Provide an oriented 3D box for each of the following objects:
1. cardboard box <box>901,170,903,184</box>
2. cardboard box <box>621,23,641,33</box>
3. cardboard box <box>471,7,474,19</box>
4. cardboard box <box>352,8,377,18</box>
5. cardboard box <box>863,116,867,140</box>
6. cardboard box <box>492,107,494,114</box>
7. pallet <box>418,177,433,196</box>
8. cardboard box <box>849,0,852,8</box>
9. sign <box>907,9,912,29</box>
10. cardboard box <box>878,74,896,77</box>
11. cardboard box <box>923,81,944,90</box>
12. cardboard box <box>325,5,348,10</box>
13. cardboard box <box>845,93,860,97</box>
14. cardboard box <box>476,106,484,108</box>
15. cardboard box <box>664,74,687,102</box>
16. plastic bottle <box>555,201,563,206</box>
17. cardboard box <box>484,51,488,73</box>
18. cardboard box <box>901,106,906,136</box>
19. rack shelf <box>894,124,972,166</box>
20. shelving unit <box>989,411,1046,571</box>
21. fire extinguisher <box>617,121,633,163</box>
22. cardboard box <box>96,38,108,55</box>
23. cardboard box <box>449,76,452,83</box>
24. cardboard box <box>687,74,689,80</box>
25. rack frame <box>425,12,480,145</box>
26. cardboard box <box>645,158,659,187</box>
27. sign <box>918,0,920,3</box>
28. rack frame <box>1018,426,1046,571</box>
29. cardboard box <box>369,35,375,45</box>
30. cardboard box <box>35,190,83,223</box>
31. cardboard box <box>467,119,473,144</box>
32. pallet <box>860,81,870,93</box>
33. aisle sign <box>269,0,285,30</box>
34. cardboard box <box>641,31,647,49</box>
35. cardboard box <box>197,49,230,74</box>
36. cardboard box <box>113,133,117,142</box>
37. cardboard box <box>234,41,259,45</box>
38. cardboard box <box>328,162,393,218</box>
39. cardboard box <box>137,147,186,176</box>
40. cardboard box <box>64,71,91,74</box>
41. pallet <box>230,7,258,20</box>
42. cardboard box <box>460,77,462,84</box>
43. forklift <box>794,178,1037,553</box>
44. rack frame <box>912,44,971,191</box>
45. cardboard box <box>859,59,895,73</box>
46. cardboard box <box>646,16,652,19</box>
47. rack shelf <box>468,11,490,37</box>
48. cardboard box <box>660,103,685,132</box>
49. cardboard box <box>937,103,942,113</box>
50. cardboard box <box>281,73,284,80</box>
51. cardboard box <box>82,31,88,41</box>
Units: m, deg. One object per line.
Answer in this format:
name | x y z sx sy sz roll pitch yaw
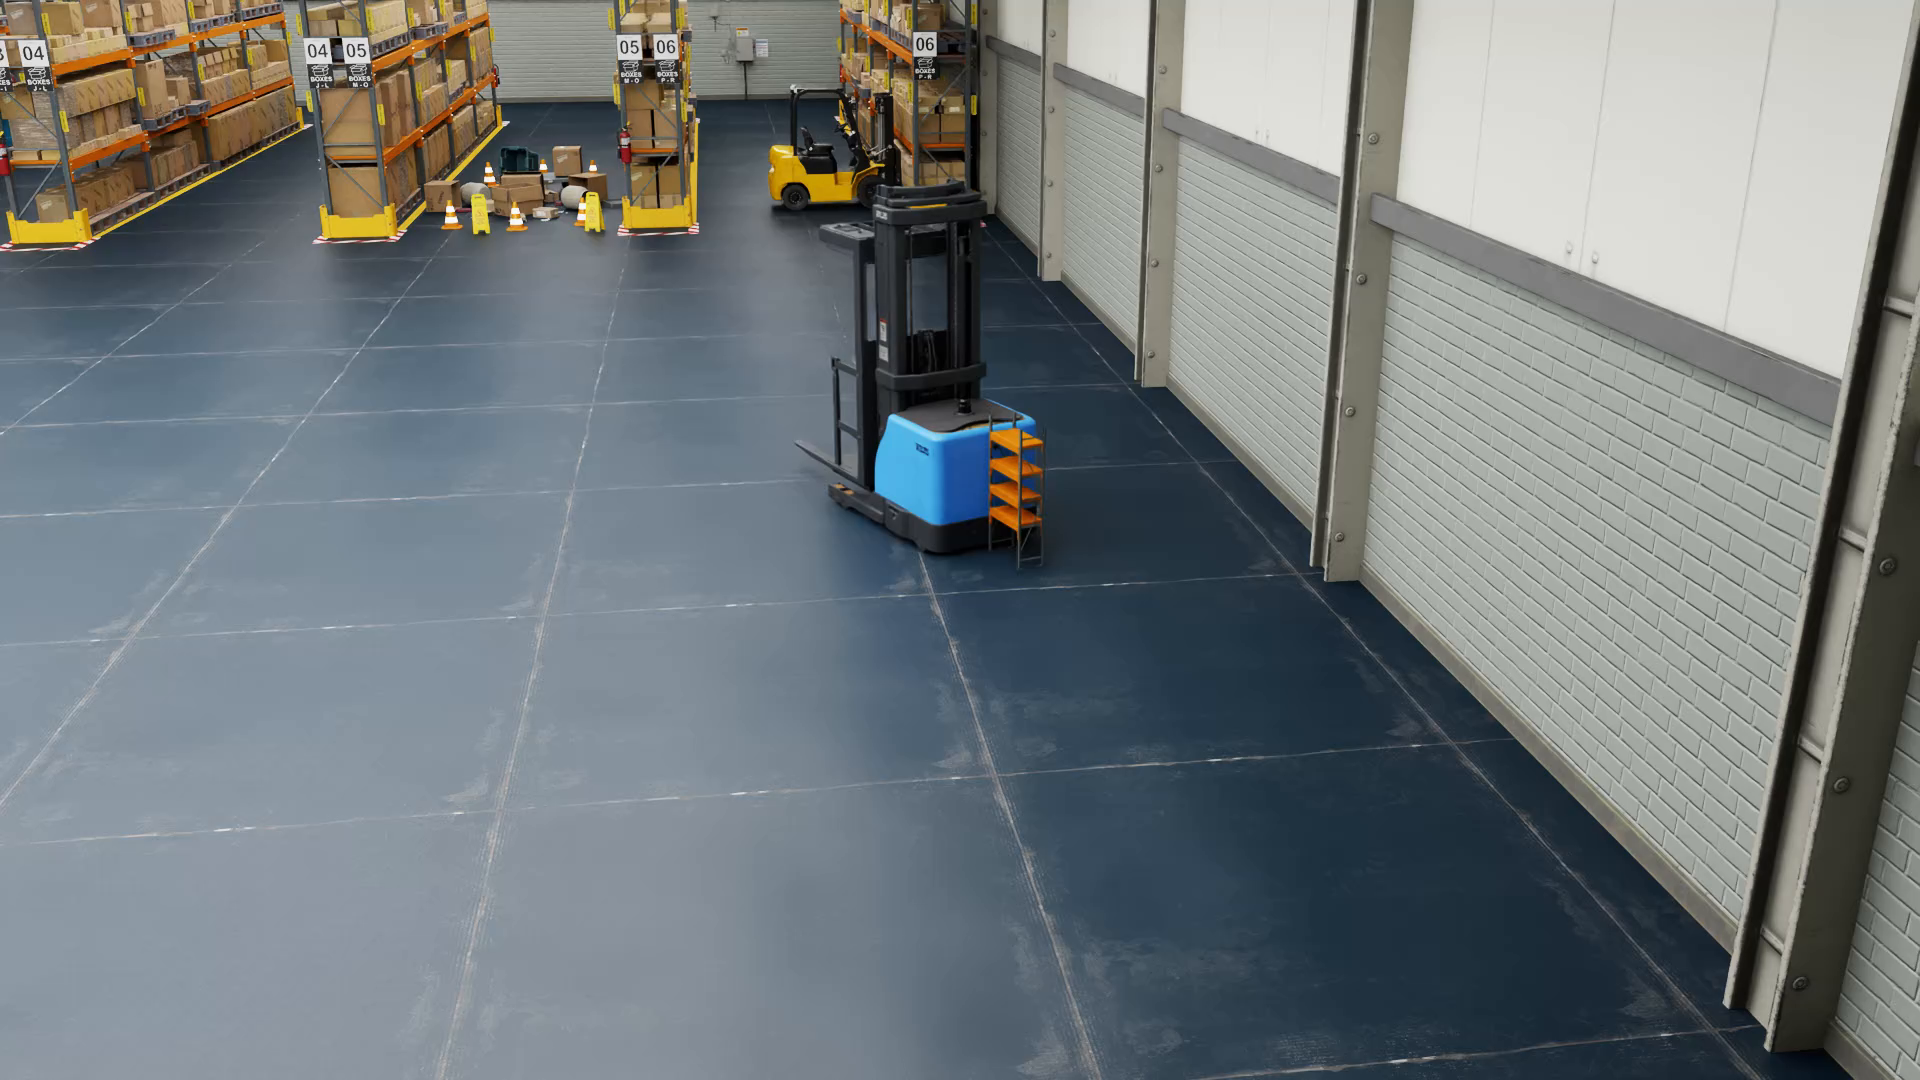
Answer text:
cardboard box | -0.852 -6.738 30.658 0.500 0.250 0.500 -3 21 -9
cardboard box | -5.568 -8.602 27.966 0.380 0.149 0.250 -3 21 -7
cardboard box | -11.727 -12.390 39.104 0.500 0.250 0.500 -3 21 -9
cardboard box | -9.916 -8.765 27.661 0.380 0.149 0.250 -3 21 -9
cardboard box | -1.975 -9.555 38.558 0.500 0.500 0.500 -4 21 -10
cardboard box | -12.058 -10.926 42.305 0.380 0.149 0.250 -3 21 -9
pallet | -10.873 -6.896 32.452 1.003 0.211 1.213 -3 21 -8
cardboard box | -2.393 -12.561 38.963 0.380 0.149 0.250 -3 21 -7
sign | -0.854 -8.850 28.260 0.100 0.325 0.005 -3 21 -8
cardboard box | -1.518 -9.639 34.741 0.380 0.149 0.250 -2 21 -7
cardboard box | -0.500 -8.690 31.774 0.380 0.149 0.250 -3 21 -8
cardboard box | -10.715 -9.086 28.519 0.380 0.149 0.250 -3 21 -7
cardboard box | -2.627 -11.440 43.602 0.797 0.503 0.637 -4 21 -10
cardboard box | -11.951 -10.610 41.034 0.380 0.149 0.250 -4 21 -10
cardboard box | -5.587 -8.783 32.351 0.500 0.500 0.500 -2 21 -6
plastic bottle | -7.473 -6.305 31.085 0.133 0.061 0.283 1 20 2
cardboard box | -11.946 -11.783 40.984 0.500 0.500 0.500 -3 21 -8
cardboard box | -0.786 -7.652 30.347 0.500 0.500 0.500 -3 21 -9
rack shelf | -0.604 -7.446 30.966 1.077 0.370 4.000 -3 21 -8
shelving unit | 0.466 -0.406 13.662 0.258 1.200 0.503 -11 23 -26
fire extinguisher | -5.666 -6.739 28.158 0.296 0.674 0.183 -3 21 -8
cardboard box | -15.142 -8.556 28.839 0.500 0.250 0.500 -3 21 -8
cardboard box | -11.254 -9.993 36.092 0.380 0.149 0.250 -3 21 -8
cardboard box | -6.402 -10.489 37.585 0.500 0.250 0.500 -3 21 -7
rack frame | -11.840 -10.709 38.675 1.000 3.000 0.127 -3 21 -8
cardboard box | -5.679 -6.543 29.780 0.500 0.500 0.500 -2 21 -6
sign | -0.918 -11.570 35.841 0.100 0.325 0.005 -3 21 -8
rack frame | 0.581 -0.331 13.461 0.240 1.200 0.015 -11 23 -26
cardboard box | -9.843 -8.220 27.340 0.380 0.149 0.250 -3 21 -7
cardboard box | -15.107 -5.581 27.919 0.500 0.500 0.500 1 20 2
cardboard box | -11.411 -9.313 37.911 0.500 0.500 0.500 -3 21 -9
pallet | -1.754 -10.443 38.238 1.003 0.211 1.213 -3 21 -8
aisle sign | -17.053 -13.136 41.459 0.394 0.787 0.004 -3 21 -8
cardboard box | -5.567 -8.476 28.200 0.500 0.250 0.500 -3 21 -8
cardboard box | -16.575 -10.551 36.677 0.797 0.503 0.637 -3 21 -7
cardboard box | -15.157 -7.111 29.401 0.380 0.149 0.250 -3 21 -8
cardboard box | -17.466 -11.946 40.705 0.500 0.500 0.500 -3 21 -9
cardboard box | -10.274 -5.987 28.468 0.875 0.875 0.875 -3 21 -7
cardboard box | -15.889 -7.525 33.095 0.700 0.500 0.500 -1 21 -3
cardboard box | -15.723 -8.036 29.523 0.500 0.500 0.500 -3 21 -8
pallet | -16.871 -12.141 38.349 1.003 0.211 1.213 -3 21 -8
cardboard box | -11.479 -10.397 37.599 0.380 0.149 0.250 -4 21 -11
forklift | -0.544 -1.734 14.743 1.130 2.935 3.031 -12 24 -29
rack frame | -0.315 -7.090 28.986 1.000 3.000 0.127 -3 21 -8
cardboard box | -1.887 -10.661 37.799 0.797 0.503 0.637 -3 21 -9
cardboard box | -6.031 -9.950 31.970 0.500 0.250 0.500 -3 21 -9
rack shelf | -12.129 -12.469 40.130 1.077 0.370 4.000 -3 21 -8
cardboard box | -5.098 -7.382 29.199 0.500 0.500 0.500 -2 21 -6
cardboard box | -0.206 -7.654 29.425 0.380 0.149 0.250 -3 21 -8
cardboard box | -16.853 -11.390 40.859 0.380 0.149 0.250 -3 21 -7
cardboard box | -15.130 -8.593 28.369 0.380 0.149 0.250 -4 21 -10
